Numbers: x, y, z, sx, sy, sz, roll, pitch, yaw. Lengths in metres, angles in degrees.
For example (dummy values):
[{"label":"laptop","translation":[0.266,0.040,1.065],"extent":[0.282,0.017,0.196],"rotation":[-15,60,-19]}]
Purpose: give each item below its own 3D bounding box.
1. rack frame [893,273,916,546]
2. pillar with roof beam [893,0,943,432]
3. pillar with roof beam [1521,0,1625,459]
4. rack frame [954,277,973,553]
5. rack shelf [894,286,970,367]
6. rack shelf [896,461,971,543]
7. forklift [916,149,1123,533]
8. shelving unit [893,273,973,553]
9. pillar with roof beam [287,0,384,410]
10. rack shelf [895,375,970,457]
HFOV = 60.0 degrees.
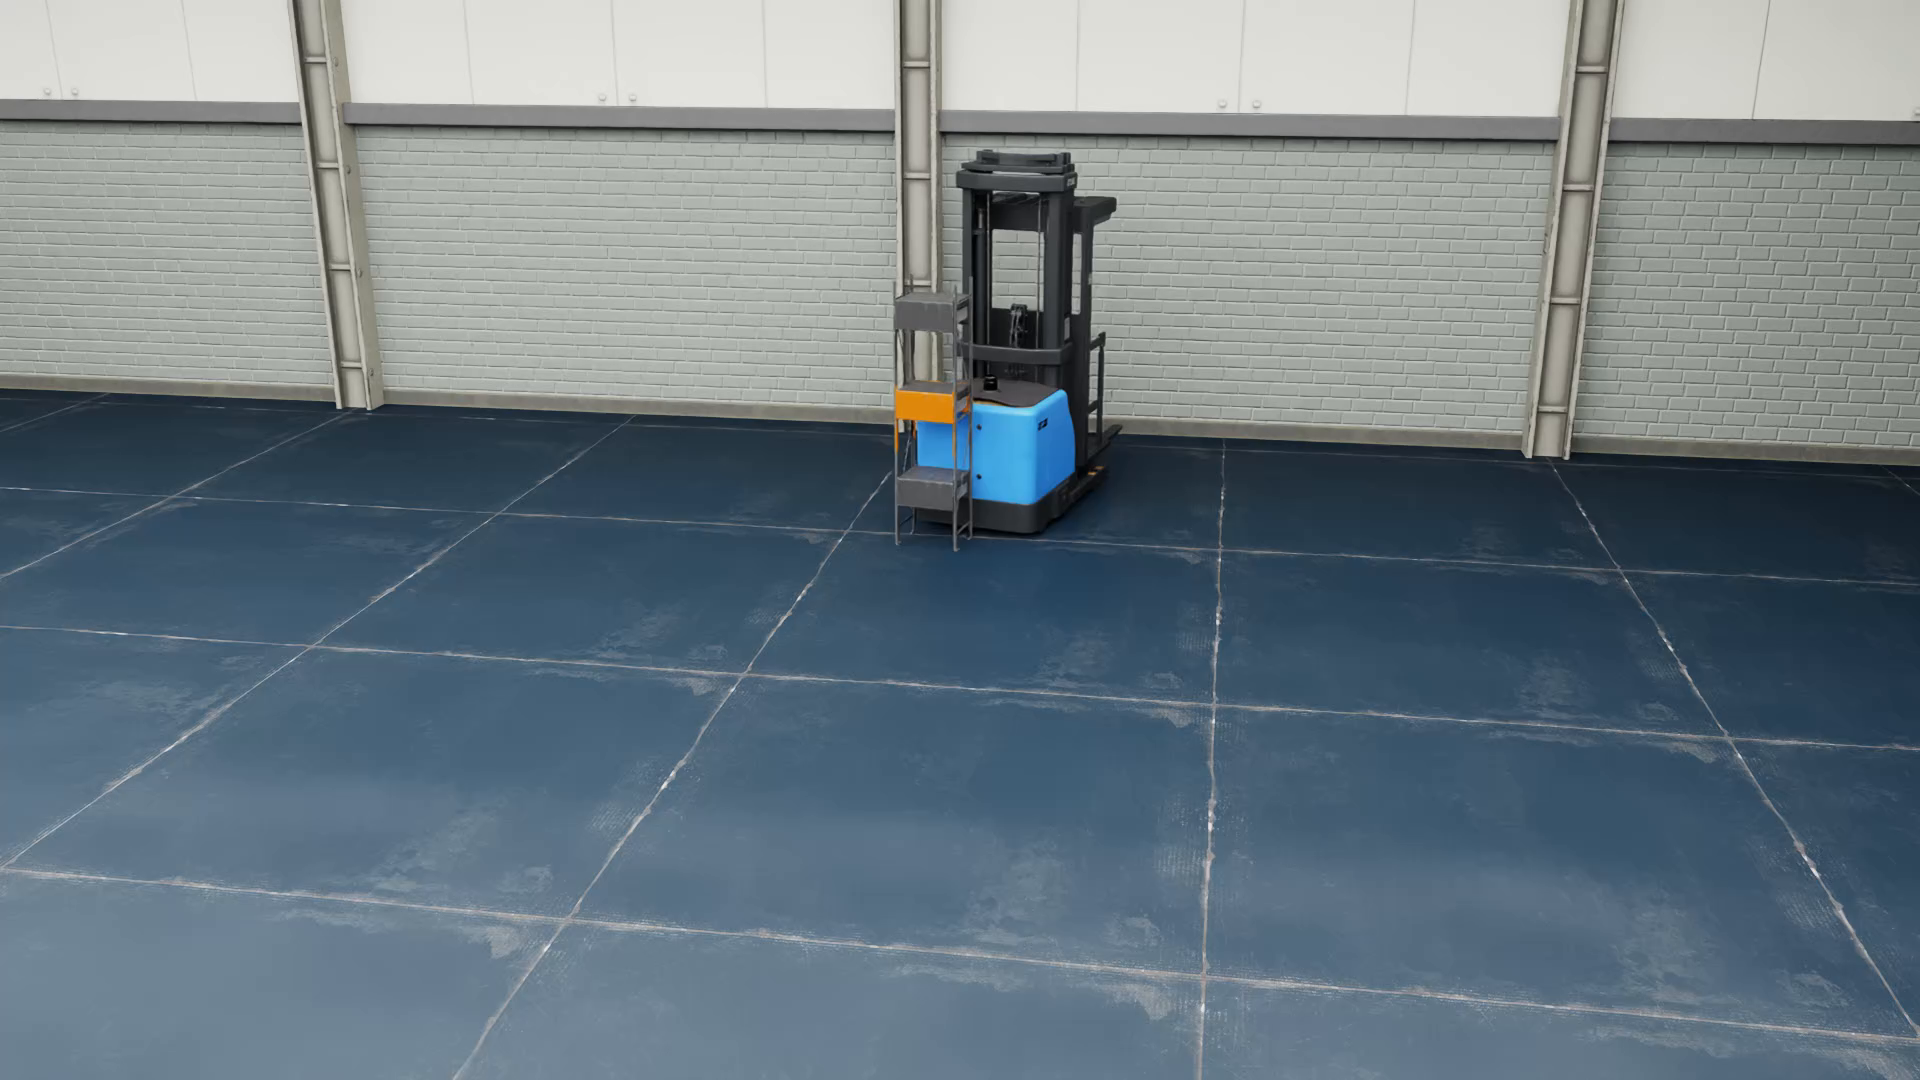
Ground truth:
[{"label":"rack frame","translation":[-0.434,-1.008,13.006],"extent":[0.015,2.100,0.400],"rotation":[6,20,18]},{"label":"pillar with roof beam","translation":[-1.073,-4.033,11.173],"extent":[0.400,9.000,9.100],"rotation":[3,19,9]},{"label":"pillar with roof beam","translation":[4.851,-3.731,10.271],"extent":[0.400,9.000,9.100],"rotation":[3,19,9]},{"label":"rack frame","translation":[0.026,-0.956,12.852],"extent":[0.015,2.100,0.400],"rotation":[6,20,18]},{"label":"rack shelf","translation":[-0.204,-1.633,12.711],"extent":[0.480,0.518,0.431],"rotation":[6,20,18]},{"label":"rack shelf","translation":[-0.204,-0.305,13.155],"extent":[0.480,0.518,0.431],"rotation":[6,20,18]},{"label":"forklift","translation":[0.669,-1.871,14.274],"extent":[1.130,2.935,3.031],"rotation":[7,20,21]},{"label":"shelving unit","translation":[-0.204,-0.982,12.929],"extent":[0.503,2.100,0.431],"rotation":[6,20,18]},{"label":"pillar with roof beam","translation":[-6.997,-4.334,12.076],"extent":[0.400,9.000,9.100],"rotation":[3,19,9]},{"label":"rack shelf","translation":[-0.204,-0.969,12.933],"extent":[0.480,0.518,0.431],"rotation":[6,20,18]}]
